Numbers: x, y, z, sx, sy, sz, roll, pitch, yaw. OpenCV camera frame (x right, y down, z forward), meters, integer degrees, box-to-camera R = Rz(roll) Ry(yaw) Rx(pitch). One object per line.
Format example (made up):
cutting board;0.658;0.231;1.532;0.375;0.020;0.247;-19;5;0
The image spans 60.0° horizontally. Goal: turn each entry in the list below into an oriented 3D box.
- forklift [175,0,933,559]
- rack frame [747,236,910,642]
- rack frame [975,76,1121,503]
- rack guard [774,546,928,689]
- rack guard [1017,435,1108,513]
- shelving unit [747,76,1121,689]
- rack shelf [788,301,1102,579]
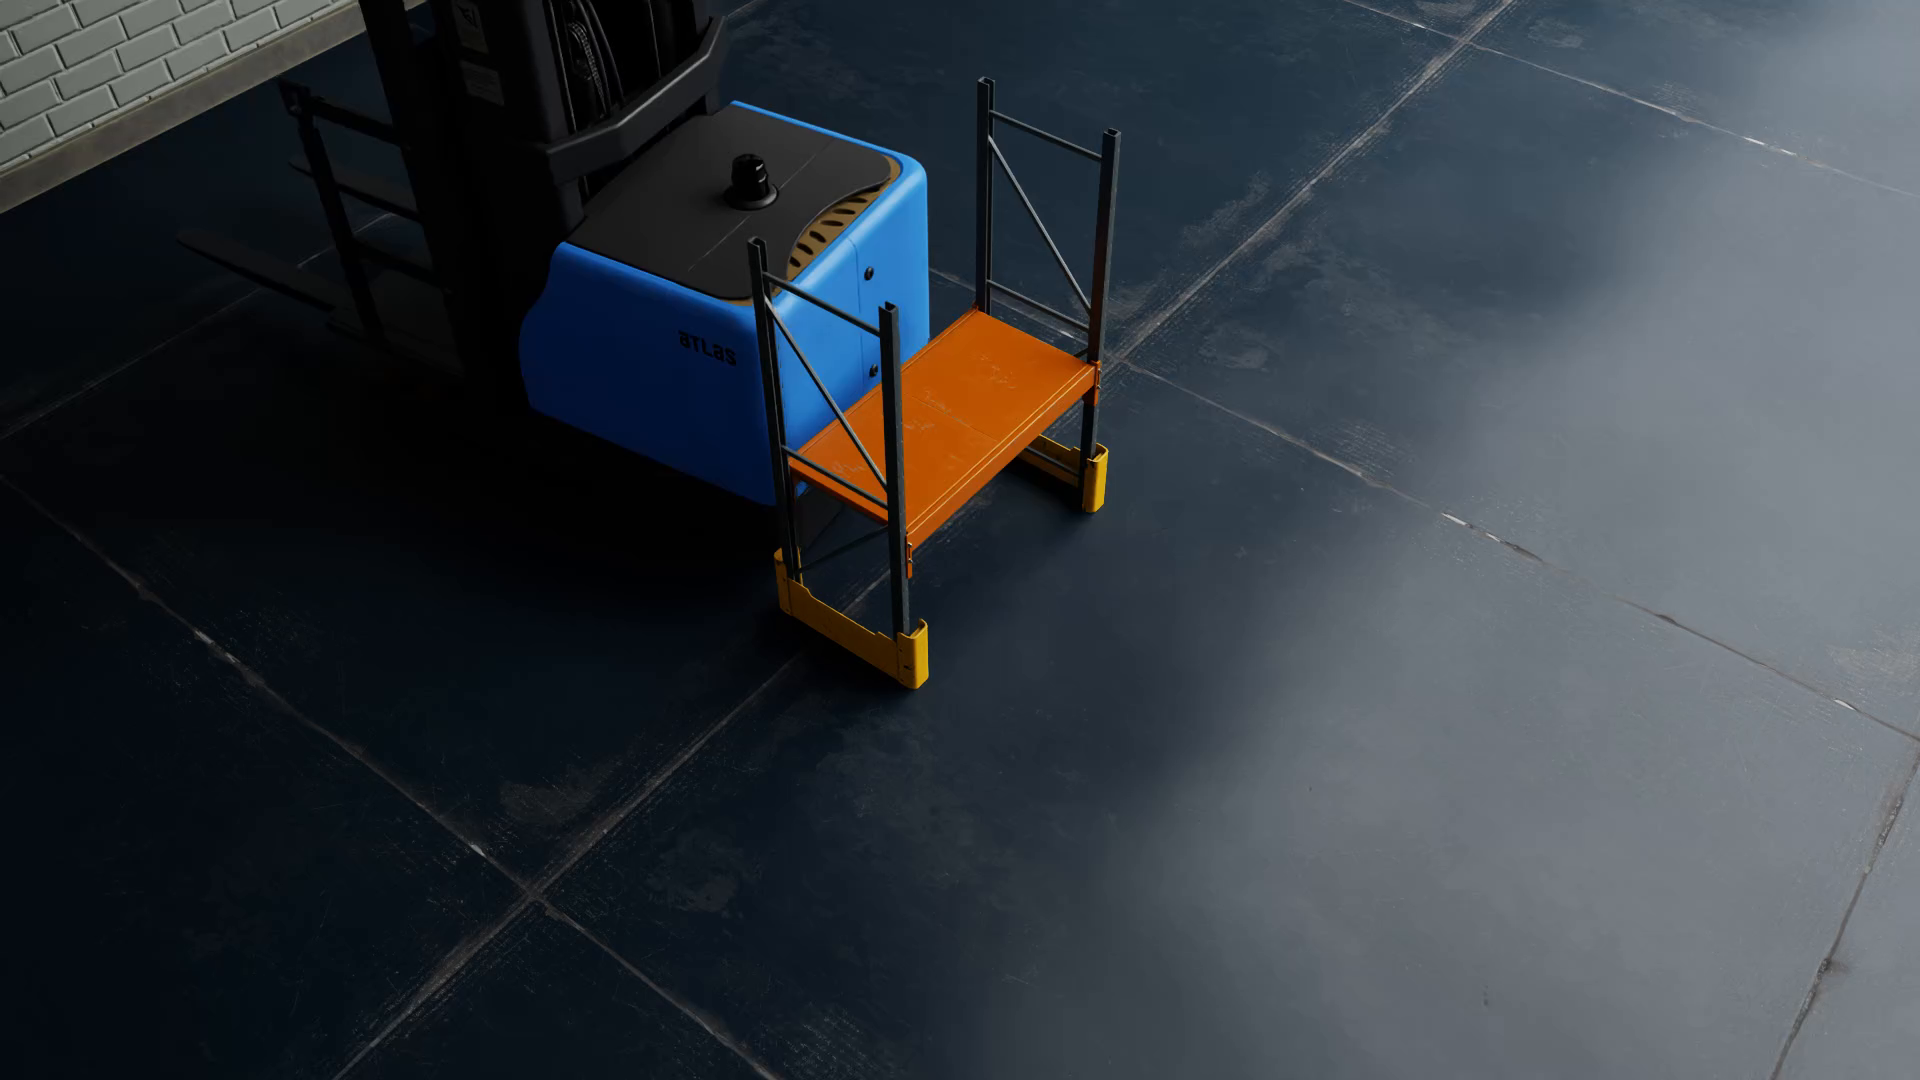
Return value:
forklift;-1.633;-1.735;5.381;3.031;2.935;1.130;22;50;20
rack frame;-0.363;-0.178;4.883;0.500;1.500;0.032;29;53;25
rack frame;0.259;-0.760;5.439;0.500;1.500;0.032;29;53;25
rack guard;-0.351;0.242;5.346;0.587;0.250;0.087;29;53;25
rack guard;0.258;-0.328;5.890;0.587;0.250;0.087;29;53;25
shelving unit;-0.047;-0.474;5.166;0.587;1.500;1.083;29;53;25
rack shelf;-0.052;-0.345;5.291;0.538;0.185;1.000;29;53;25
